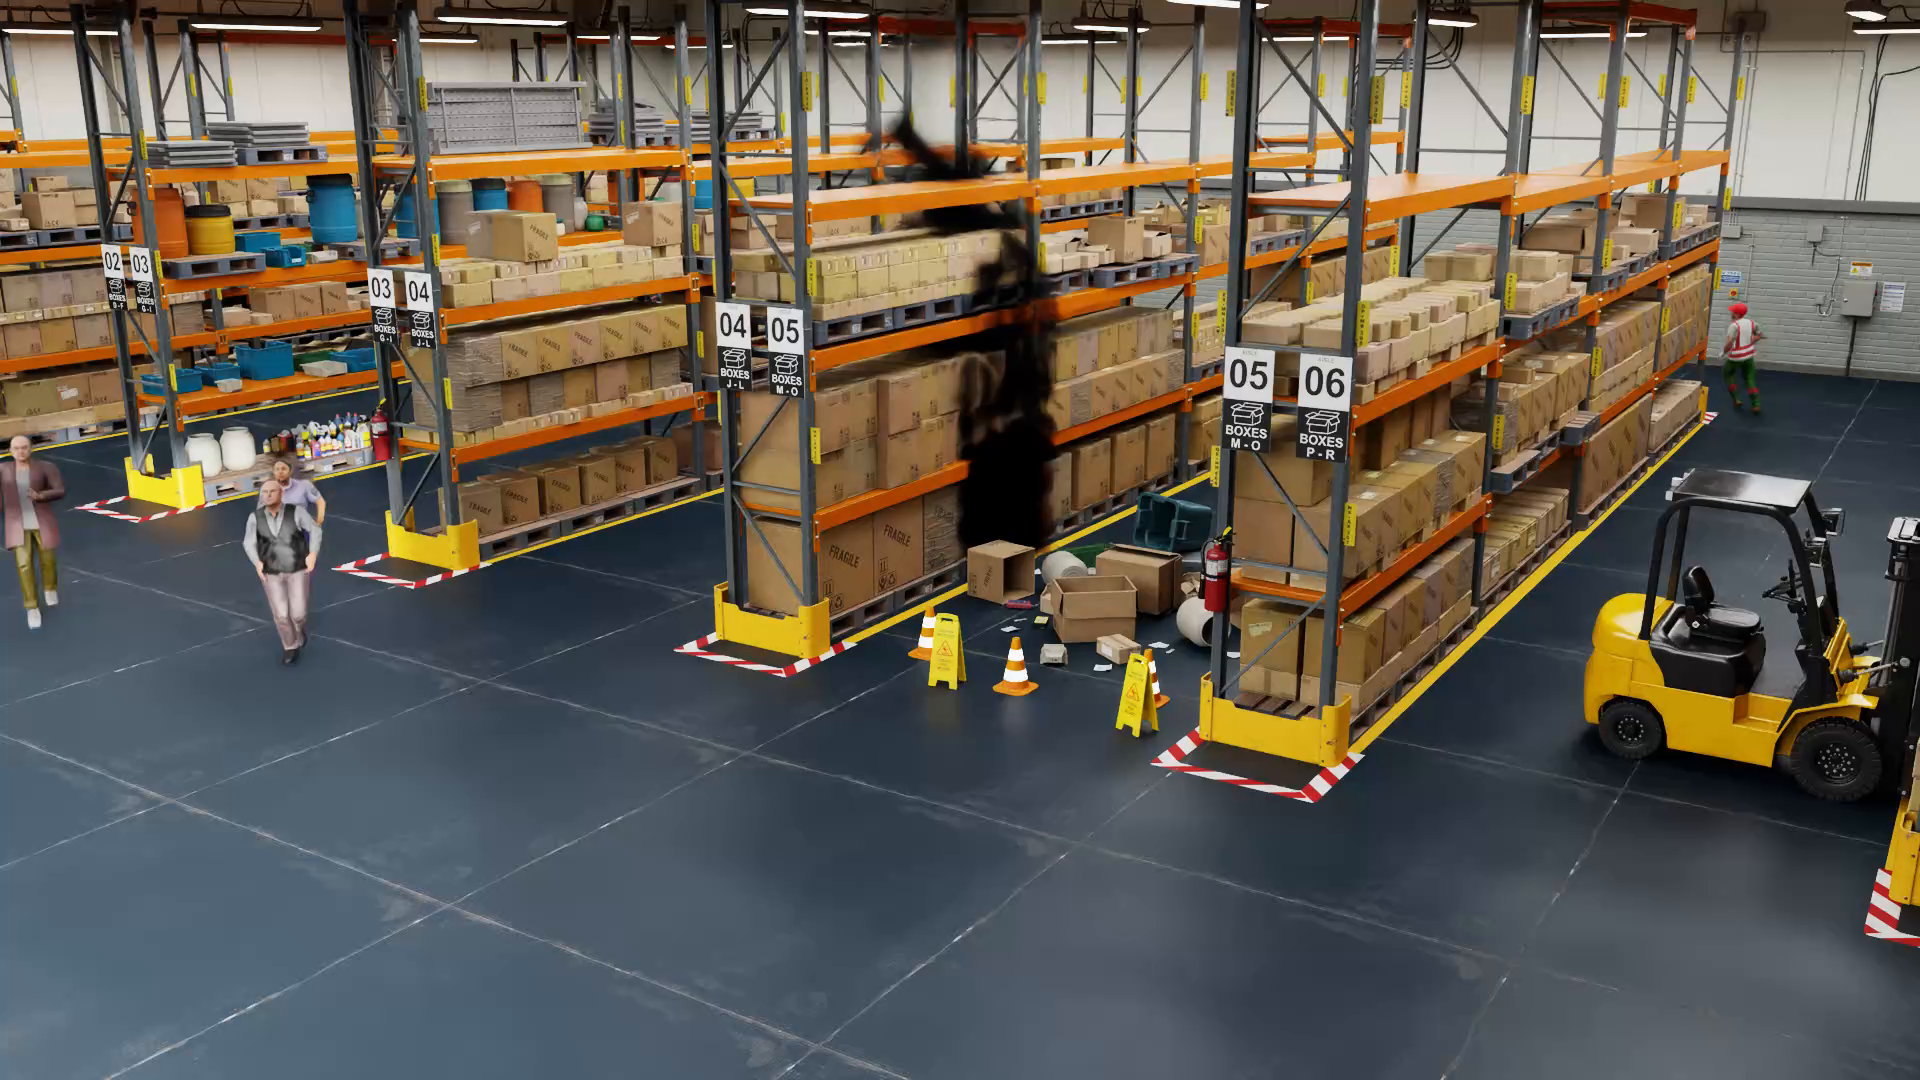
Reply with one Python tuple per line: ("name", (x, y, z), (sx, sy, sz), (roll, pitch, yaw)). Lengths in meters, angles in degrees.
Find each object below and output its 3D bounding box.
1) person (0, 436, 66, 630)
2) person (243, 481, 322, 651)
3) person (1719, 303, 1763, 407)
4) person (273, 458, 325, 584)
("person", (-9.101, -0.121, 16.307), (0.677, 1.837, 0.904), (-9, 18, -29))
("person", (-6.114, 0.265, 15.038), (0.668, 1.626, 0.487), (-4, 16, -14))
("person", (12.336, -2.953, 26.376), (0.738, 1.628, 0.647), (-3, 16, -12))
("person", (-6.483, -0.064, 16.182), (0.618, 1.541, 0.574), (-5, 16, -17))
